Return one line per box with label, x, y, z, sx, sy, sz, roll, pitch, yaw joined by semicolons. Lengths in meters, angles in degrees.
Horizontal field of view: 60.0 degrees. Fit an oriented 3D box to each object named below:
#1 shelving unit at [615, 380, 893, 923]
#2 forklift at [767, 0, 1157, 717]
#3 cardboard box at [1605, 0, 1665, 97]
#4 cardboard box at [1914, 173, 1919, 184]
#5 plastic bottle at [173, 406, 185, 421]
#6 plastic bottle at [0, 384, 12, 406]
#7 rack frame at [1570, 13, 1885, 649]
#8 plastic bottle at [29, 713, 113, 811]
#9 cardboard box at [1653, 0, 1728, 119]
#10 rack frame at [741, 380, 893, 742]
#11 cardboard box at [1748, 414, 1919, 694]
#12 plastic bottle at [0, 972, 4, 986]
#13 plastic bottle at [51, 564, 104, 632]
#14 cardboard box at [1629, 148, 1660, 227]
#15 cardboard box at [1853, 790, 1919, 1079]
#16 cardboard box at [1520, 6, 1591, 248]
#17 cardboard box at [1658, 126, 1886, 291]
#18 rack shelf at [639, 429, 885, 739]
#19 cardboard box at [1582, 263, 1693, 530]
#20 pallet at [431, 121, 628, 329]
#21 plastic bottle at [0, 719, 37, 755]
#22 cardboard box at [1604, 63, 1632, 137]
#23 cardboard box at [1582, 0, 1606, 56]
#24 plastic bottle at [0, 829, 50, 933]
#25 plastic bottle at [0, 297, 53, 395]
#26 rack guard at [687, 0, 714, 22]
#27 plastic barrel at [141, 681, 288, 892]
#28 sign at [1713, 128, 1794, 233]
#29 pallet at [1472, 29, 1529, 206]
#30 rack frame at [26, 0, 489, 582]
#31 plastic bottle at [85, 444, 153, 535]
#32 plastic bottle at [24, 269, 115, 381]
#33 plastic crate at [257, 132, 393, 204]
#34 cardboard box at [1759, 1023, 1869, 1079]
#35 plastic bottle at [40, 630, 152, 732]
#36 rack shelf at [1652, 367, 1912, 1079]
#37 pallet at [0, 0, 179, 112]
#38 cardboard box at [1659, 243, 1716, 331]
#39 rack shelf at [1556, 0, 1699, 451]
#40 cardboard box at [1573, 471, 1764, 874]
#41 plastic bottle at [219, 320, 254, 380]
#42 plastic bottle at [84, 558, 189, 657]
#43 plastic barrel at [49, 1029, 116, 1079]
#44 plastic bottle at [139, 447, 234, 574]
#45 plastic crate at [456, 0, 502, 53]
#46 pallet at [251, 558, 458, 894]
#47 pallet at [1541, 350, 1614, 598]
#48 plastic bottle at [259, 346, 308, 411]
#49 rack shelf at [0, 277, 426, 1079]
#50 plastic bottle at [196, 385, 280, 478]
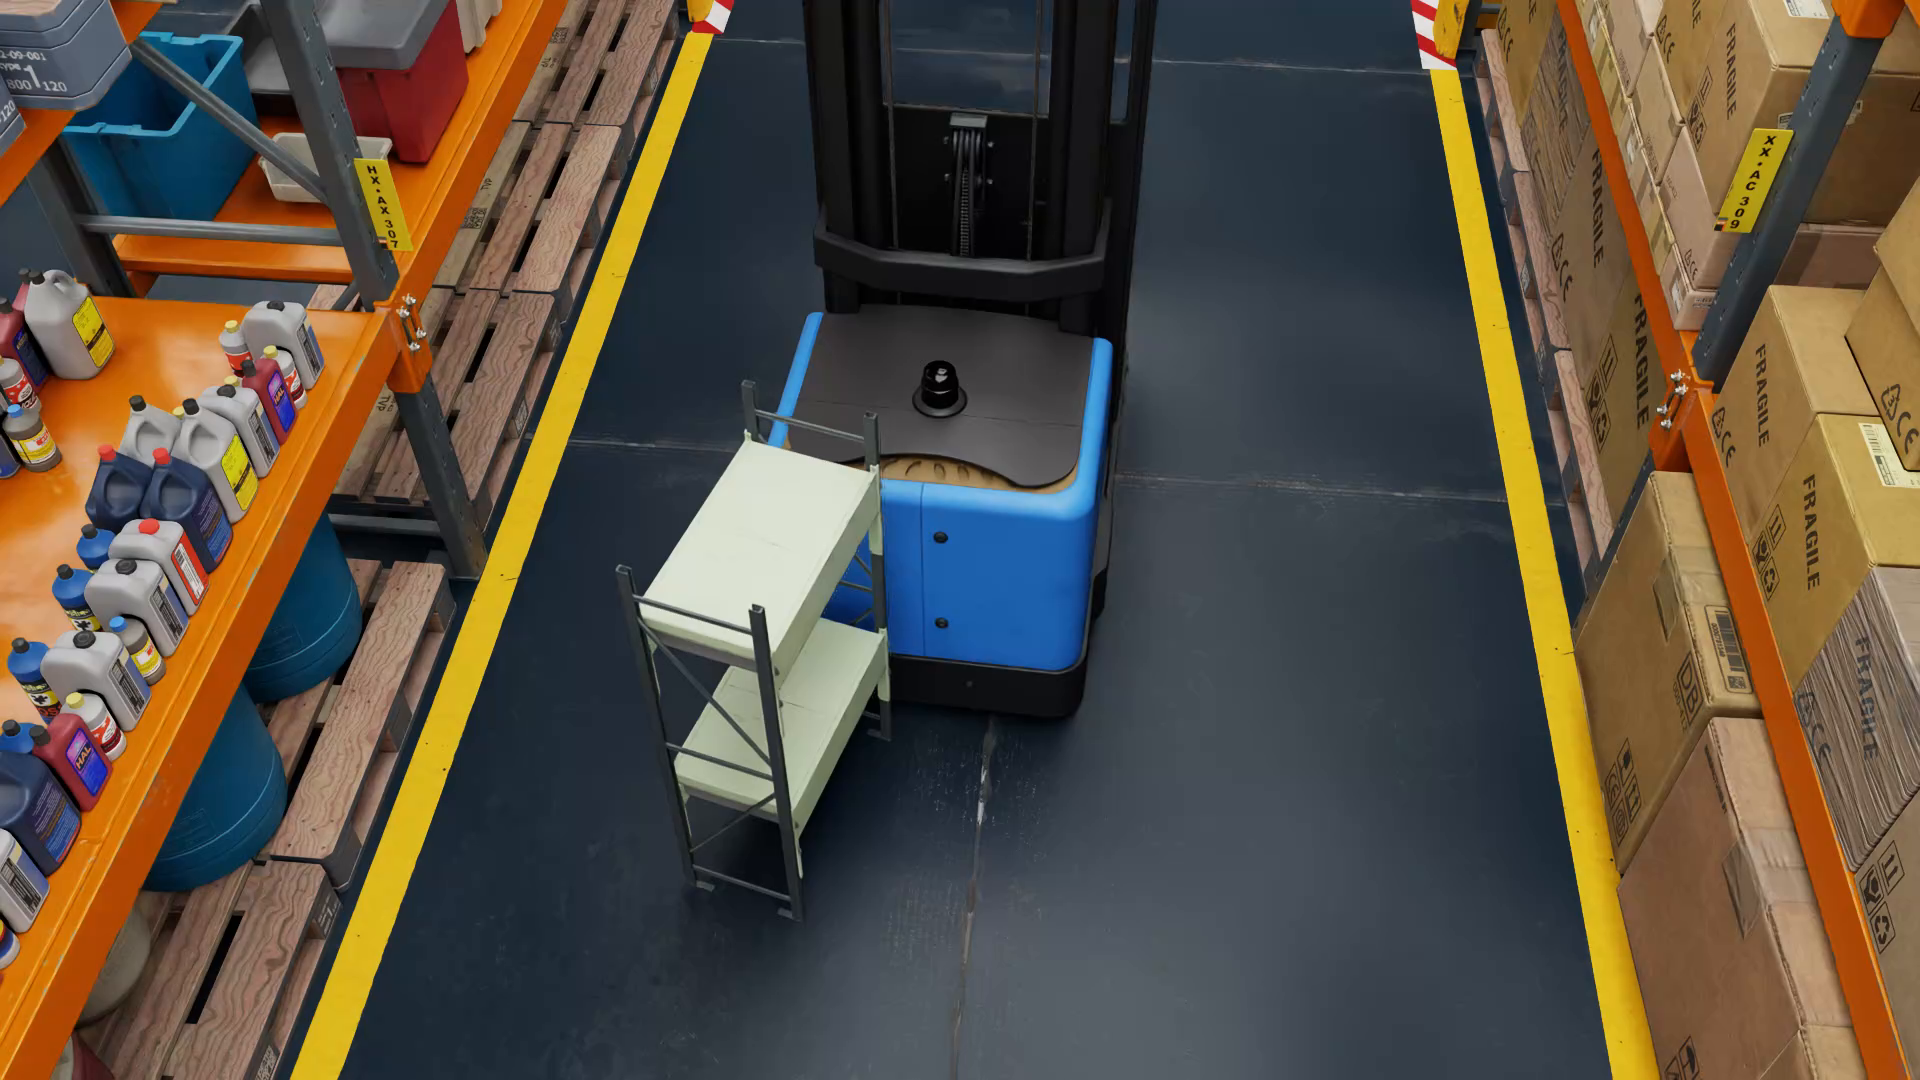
shelving unit;-0.544;0.372;4.893;0.431;1.500;0.755;15;49;13
forklift;0.093;-1.492;5.629;1.130;2.935;3.031;6;48;5
cardboard box;2.545;-1.751;5.719;0.500;0.250;0.500;5;48;4
cardboard box;2.973;-1.242;4.745;0.500;0.500;0.500;4;48;4
plastic bottle;-2.130;-0.285;4.612;0.097;0.201;0.097;0;48;0
plastic bottle;-2.729;-0.397;4.668;0.097;0.271;0.097;0;48;0
rack frame;2.675;-0.604;4.770;1.000;3.000;0.127;4;48;4
plastic bottle;-2.059;0.495;3.844;0.061;0.283;0.133;4;48;4
cardboard box;2.501;-1.631;5.100;0.500;0.500;0.500;4;48;4
rack frame;-0.417;0.119;5.125;0.400;1.500;0.023;15;49;13
cardboard box;2.339;0.053;4.101;0.500;0.500;0.500;4;48;4
plastic bottle;-2.110;0.899;3.474;0.061;0.283;0.133;4;48;4
plastic bottle;-2.189;0.161;4.157;0.097;0.271;0.097;0;48;0
cardboard box;2.424;-1.143;5.433;0.380;0.149;0.250;3;48;3
cardboard box;2.251;0.801;3.417;0.500;0.500;0.500;5;48;4
cardboard box;2.978;-1.824;7.040;0.875;0.875;0.875;4;48;4
cardboard box;2.454;-0.996;5.028;0.500;0.250;0.500;3;48;3
rack shelf;-0.543;0.109;4.605;0.431;0.370;0.720;15;49;13
cardboard box;2.815;-0.508;5.837;0.875;0.875;0.875;4;48;4
pallet;-2.120;-1.438;7.422;1.003;0.211;1.213;4;48;4
plastic bottle;-2.140;0.507;3.841;0.097;0.271;0.097;0;48;0
cardboard box;2.470;-1.522;5.779;0.380;0.149;0.250;5;48;4
cardboard box;2.518;-1.897;6.122;0.380;0.149;0.250;5;48;4
plastic bottle;-2.134;0.729;3.635;0.152;0.276;0.135;4;48;4
plastic bottle;-2.728;-0.559;4.807;0.061;0.283;0.133;4;48;4
rack guard;-1.903;-3.051;8.702;1.175;0.500;0.348;4;48;4
plastic barrel;-2.388;0.548;4.853;0.600;0.901;0.708;4;48;4
sign;2.122;-0.959;4.454;0.100;0.325;0.005;4;48;4
pallet;3.045;-2.009;7.945;1.003;0.211;1.213;4;48;4
rack frame;-2.257;-0.937;5.074;1.000;3.000;0.127;4;48;4
plastic bottle;-2.175;-0.097;4.339;0.144;0.351;0.185;4;48;4
plastic bottle;-2.616;-0.654;4.849;0.144;0.351;0.185;4;48;4
plastic crate;-2.072;-1.201;5.453;0.396;0.136;0.243;4;48;4
cardboard box;2.483;1.750;3.772;1.225;0.875;0.875;4;48;4
plastic bottle;-2.084;0.324;4.005;0.152;0.276;0.135;4;48;4
rack shelf;2.493;1.108;3.691;1.077;0.370;4.000;4;48;4
pallet;-2.231;-1.303;3.504;1.213;0.211;1.003;4;48;4
cardboard box;2.377;-0.765;5.087;0.380;0.149;0.250;4;48;4
rack shelf;2.857;-1.831;6.379;1.077;0.370;4.000;4;48;4
cardboard box;2.637;0.443;4.967;1.225;0.875;0.875;4;48;4
plastic bottle;-2.097;-0.553;4.858;0.097;0.201;0.097;0;48;0
plastic bottle;-2.063;0.154;4.160;0.152;0.276;0.135;4;48;4
plastic barrel;-2.491;1.484;4.210;0.600;0.588;0.708;4;48;4
plastic bottle;-2.032;-0.087;4.330;0.144;0.351;0.185;4;48;4
plastic crate;-1.935;-2.027;6.111;0.437;0.282;0.530;4;48;4
pallet;-2.369;0.568;5.587;1.003;0.211;1.213;4;48;4
pallet;2.822;-0.216;6.305;1.003;0.211;1.213;4;48;4
plastic bottle;-1.954;-0.472;4.783;0.097;0.201;0.097;0;48;0
rack shelf;-2.439;0.775;3.996;1.077;0.370;4.000;4;48;4
plastic bottle;-2.004;-0.315;4.590;0.152;0.276;0.135;4;48;4
